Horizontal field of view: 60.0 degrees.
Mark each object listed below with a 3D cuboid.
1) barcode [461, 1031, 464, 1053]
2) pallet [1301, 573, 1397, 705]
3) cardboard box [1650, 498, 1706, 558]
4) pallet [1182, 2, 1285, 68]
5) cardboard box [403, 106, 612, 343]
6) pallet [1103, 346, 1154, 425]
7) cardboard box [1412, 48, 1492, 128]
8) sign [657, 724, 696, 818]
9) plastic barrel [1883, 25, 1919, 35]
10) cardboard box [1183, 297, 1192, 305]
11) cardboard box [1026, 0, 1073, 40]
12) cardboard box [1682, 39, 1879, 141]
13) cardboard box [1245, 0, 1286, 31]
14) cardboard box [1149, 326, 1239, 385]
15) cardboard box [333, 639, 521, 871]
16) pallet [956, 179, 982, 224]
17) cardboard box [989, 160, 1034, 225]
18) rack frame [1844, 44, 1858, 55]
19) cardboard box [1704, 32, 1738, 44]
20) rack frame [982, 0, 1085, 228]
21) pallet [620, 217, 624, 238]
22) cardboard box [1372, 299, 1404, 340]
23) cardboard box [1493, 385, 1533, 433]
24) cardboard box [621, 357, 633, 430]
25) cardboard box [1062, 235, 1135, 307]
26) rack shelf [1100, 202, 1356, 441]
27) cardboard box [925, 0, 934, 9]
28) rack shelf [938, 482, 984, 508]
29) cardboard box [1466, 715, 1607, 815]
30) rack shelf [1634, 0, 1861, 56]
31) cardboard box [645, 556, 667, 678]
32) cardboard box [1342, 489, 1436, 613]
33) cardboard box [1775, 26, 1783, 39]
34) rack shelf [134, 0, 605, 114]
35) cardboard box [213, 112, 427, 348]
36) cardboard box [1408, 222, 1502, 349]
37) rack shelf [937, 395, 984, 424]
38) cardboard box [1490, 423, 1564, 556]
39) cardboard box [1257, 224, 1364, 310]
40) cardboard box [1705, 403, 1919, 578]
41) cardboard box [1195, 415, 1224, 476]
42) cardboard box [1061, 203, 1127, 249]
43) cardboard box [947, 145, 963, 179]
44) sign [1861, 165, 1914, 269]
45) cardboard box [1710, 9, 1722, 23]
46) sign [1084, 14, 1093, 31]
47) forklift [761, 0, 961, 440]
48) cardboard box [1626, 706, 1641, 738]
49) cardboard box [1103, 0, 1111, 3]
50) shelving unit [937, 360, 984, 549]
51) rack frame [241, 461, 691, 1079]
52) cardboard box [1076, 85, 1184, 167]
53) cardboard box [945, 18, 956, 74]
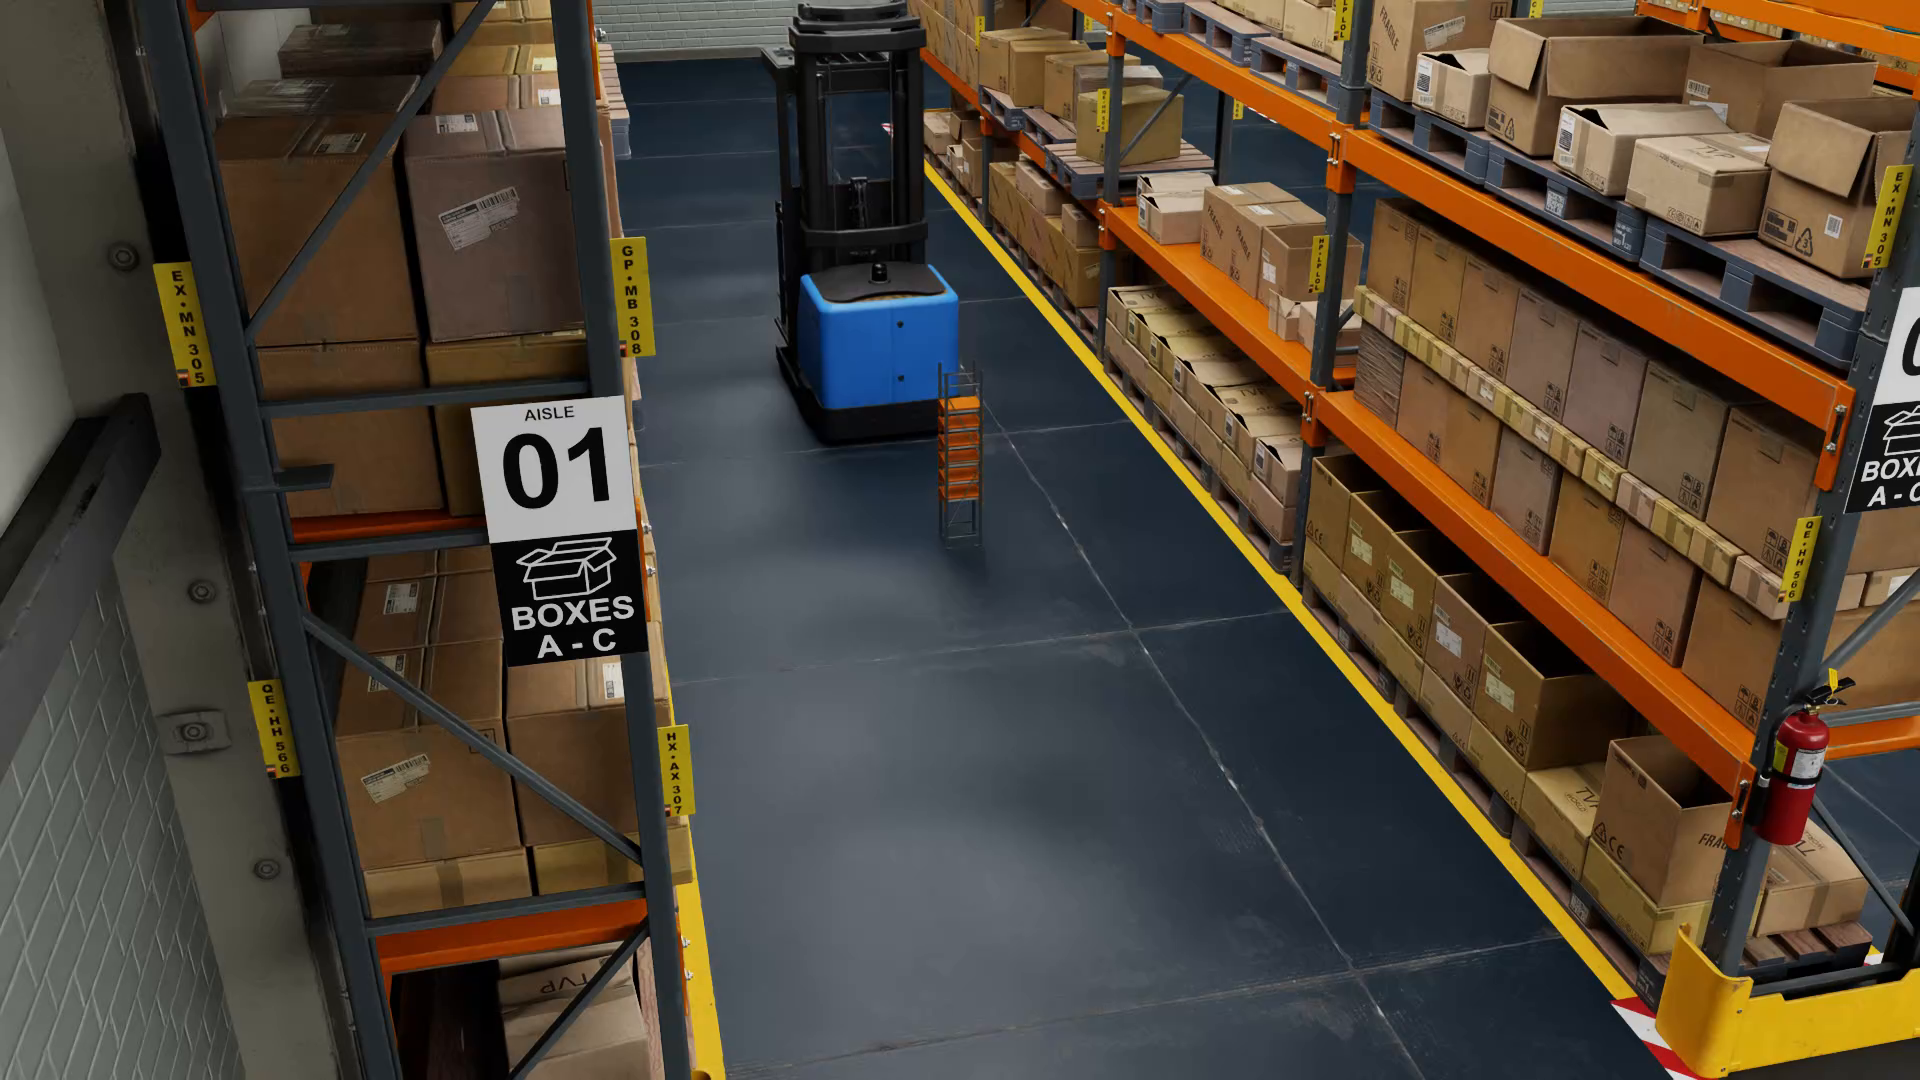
[{"bbox_3d":[-1.857,1.867,6.208,0.001,0.075,0.075,-6,27,-12],"label":"barcode"},{"bbox_3d":[2.667,0.485,9.555,1.003,0.211,1.213,-6,27,-12],"label":"pallet"},{"bbox_3d":[3.041,-0.067,6.723,0.380,0.149,0.250,-6,27,-12],"label":"cardboard box"},{"bbox_3d":[2.123,-3.345,10.929,1.003,0.211,1.213,-5,27,-9],"label":"pallet"},{"bbox_3d":[-1.245,-0.886,4.604,0.500,0.500,0.500,-8,28,-15],"label":"cardboard box"},{"bbox_3d":[1.775,-1.259,13.011,1.003,0.211,1.213,-6,27,-12],"label":"pallet"},{"bbox_3d":[2.507,-2.178,7.884,0.500,0.311,0.500,-7,28,-14],"label":"cardboard box"},{"bbox_3d":[-0.866,0.706,5.062,0.100,0.325,0.005,-6,27,-12],"label":"sign"},{"bbox_3d":[6.735,-3.953,11.368,0.600,0.901,0.708,-6,27,-12],"label":"plastic barrel"},{"bbox_3d":[1.986,-1.875,13.099,0.500,0.311,0.500,-5,27,-10],"label":"cardboard box"},{"bbox_3d":[0.894,-5.352,16.804,0.500,0.500,0.500,-5,27,-10],"label":"cardboard box"},{"bbox_3d":[3.323,-1.748,6.823,0.500,0.500,0.500,-6,27,-12],"label":"cardboard box"},{"bbox_3d":[2.158,-3.419,10.566,0.500,0.250,0.500,-8,28,-16],"label":"cardboard box"},{"bbox_3d":[1.699,-1.366,12.091,0.500,0.311,0.500,-7,28,-13],"label":"cardboard box"},{"bbox_3d":[-1.708,0.685,5.376,0.500,0.500,0.500,-6,27,-12],"label":"cardboard box"},{"bbox_3d":[0.572,-3.682,17.811,1.003,0.211,1.213,-6,27,-12],"label":"pallet"},{"bbox_3d":[0.598,-3.469,16.580,0.500,0.500,0.500,-7,28,-14],"label":"cardboard box"},{"bbox_3d":[10.379,-5.630,18.575,1.000,3.000,0.127,-6,27,-12],"label":"rack frame"},{"bbox_3d":[9.904,-5.952,21.106,0.875,0.875,0.875,-6,27,-12],"label":"cardboard box"},{"bbox_3d":[0.726,-4.626,16.585,1.000,3.000,0.127,-6,27,-12],"label":"rack frame"},{"bbox_3d":[-2.933,-1.977,11.551,1.213,0.211,1.003,-6,27,-12],"label":"pallet"},{"bbox_3d":[2.458,-1.200,8.968,0.380,0.149,0.250,-6,27,-11],"label":"cardboard box"},{"bbox_3d":[2.754,-0.630,7.839,0.380,0.149,0.250,-6,27,-12],"label":"cardboard box"},{"bbox_3d":[-1.313,-0.657,5.261,0.500,0.500,0.500,-4,27,-8],"label":"cardboard box"},{"bbox_3d":[1.188,-2.337,14.337,0.500,0.500,0.500,-5,27,-10],"label":"cardboard box"},{"bbox_3d":[2.078,-1.670,11.529,1.077,0.370,4.000,-6,27,-12],"label":"rack shelf"},{"bbox_3d":[-0.099,-6.202,18.488,0.500,0.500,0.500,-6,27,-11],"label":"cardboard box"},{"bbox_3d":[0.003,-0.275,10.595,0.258,0.103,0.180,-6,27,-12],"label":"rack shelf"},{"bbox_3d":[2.783,1.040,7.947,0.500,0.250,0.500,-6,27,-12],"label":"cardboard box"},{"bbox_3d":[9.928,-6.187,20.477,1.077,0.370,4.000,-6,27,-12],"label":"rack shelf"},{"bbox_3d":[-1.311,0.412,5.916,0.500,0.500,0.500,-6,27,-11],"label":"cardboard box"},{"bbox_3d":[2.449,0.046,9.084,0.500,0.500,0.500,-6,27,-12],"label":"cardboard box"},{"bbox_3d":[9.817,-5.957,19.502,0.380,0.149,0.250,-5,27,-11],"label":"cardboard box"},{"bbox_3d":[-1.846,-2.086,5.699,1.077,0.370,4.000,-6,27,-12],"label":"rack shelf"},{"bbox_3d":[-1.747,-0.855,4.542,0.500,0.500,0.500,-5,27,-9],"label":"cardboard box"},{"bbox_3d":[2.750,-1.321,8.488,0.700,0.500,0.500,-6,27,-12],"label":"cardboard box"},{"bbox_3d":[0.003,-0.811,10.325,0.258,0.103,0.180,-6,27,-12],"label":"rack shelf"},{"bbox_3d":[2.986,-0.288,7.880,0.700,0.500,0.500,-5,27,-10],"label":"cardboard box"},{"bbox_3d":[2.253,-1.728,10.734,0.500,0.500,0.500,-4,27,-8],"label":"cardboard box"},{"bbox_3d":[3.326,-0.211,6.288,0.700,0.500,0.500,-6,27,-11],"label":"cardboard box"},{"bbox_3d":[1.925,-0.673,11.340,0.500,0.250,0.500,-5,27,-10],"label":"cardboard box"},{"bbox_3d":[1.171,-2.696,14.216,0.500,0.250,0.500,-5,27,-10],"label":"cardboard box"},{"bbox_3d":[0.152,-4.172,18.183,0.500,0.311,0.500,-6,27,-12],"label":"cardboard box"},{"bbox_3d":[2.899,-1.008,5.193,0.100,0.325,0.005,-6,27,-12],"label":"sign"},{"bbox_3d":[9.528,-6.520,20.618,0.380,0.149,0.250,-6,27,-12],"label":"cardboard box"},{"bbox_3d":[1.266,-5.200,16.439,0.100,0.325,0.005,-6,27,-12],"label":"sign"},{"bbox_3d":[-0.871,-2.675,12.797,1.130,2.935,3.031,-7,28,-13],"label":"forklift"},{"bbox_3d":[3.287,0.652,7.882,0.500,0.500,0.500,-6,27,-12],"label":"cardboard box"},{"bbox_3d":[1.496,-4.441,12.780,0.910,0.500,0.500,-6,27,-12],"label":"cardboard box"},{"bbox_3d":[0.003,-0.529,10.467,0.258,1.200,0.189,-6,27,-12],"label":"shelving unit"},{"bbox_3d":[-1.395,1.147,5.148,1.000,3.000,0.127,-6,27,-12],"label":"rack frame"},{"bbox_3d":[1.376,-3.367,13.514,0.700,0.500,0.500,-16,31,-29],"label":"cardboard box"},{"bbox_3d":[0.128,-5.315,17.840,0.500,0.500,0.500,-5,27,-10],"label":"cardboard box"}]
